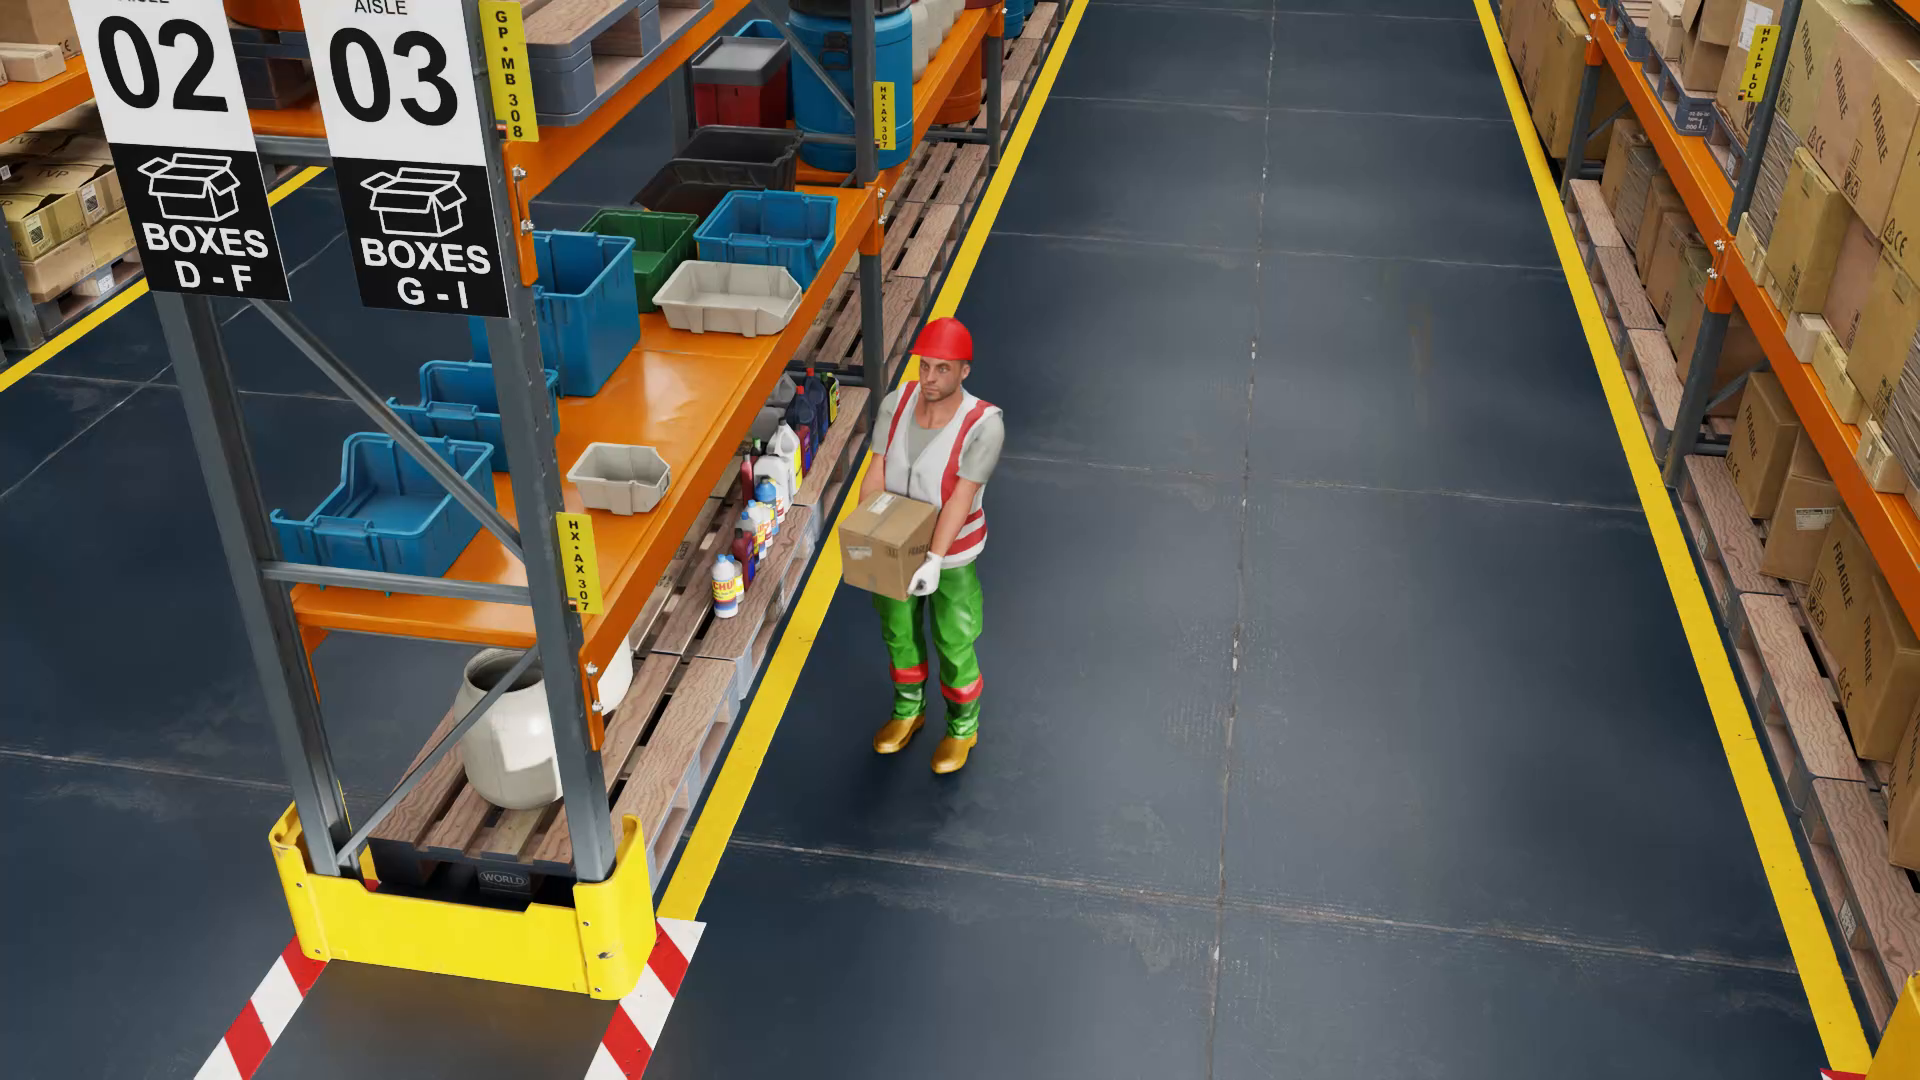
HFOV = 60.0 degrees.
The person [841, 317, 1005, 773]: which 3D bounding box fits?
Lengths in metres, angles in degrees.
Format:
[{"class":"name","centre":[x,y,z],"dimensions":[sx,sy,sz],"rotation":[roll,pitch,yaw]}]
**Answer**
[{"class":"person","centre":[-0.142,0.079,5.993],"dimensions":[0.494,1.782,0.560],"rotation":[17,36,25]}]
